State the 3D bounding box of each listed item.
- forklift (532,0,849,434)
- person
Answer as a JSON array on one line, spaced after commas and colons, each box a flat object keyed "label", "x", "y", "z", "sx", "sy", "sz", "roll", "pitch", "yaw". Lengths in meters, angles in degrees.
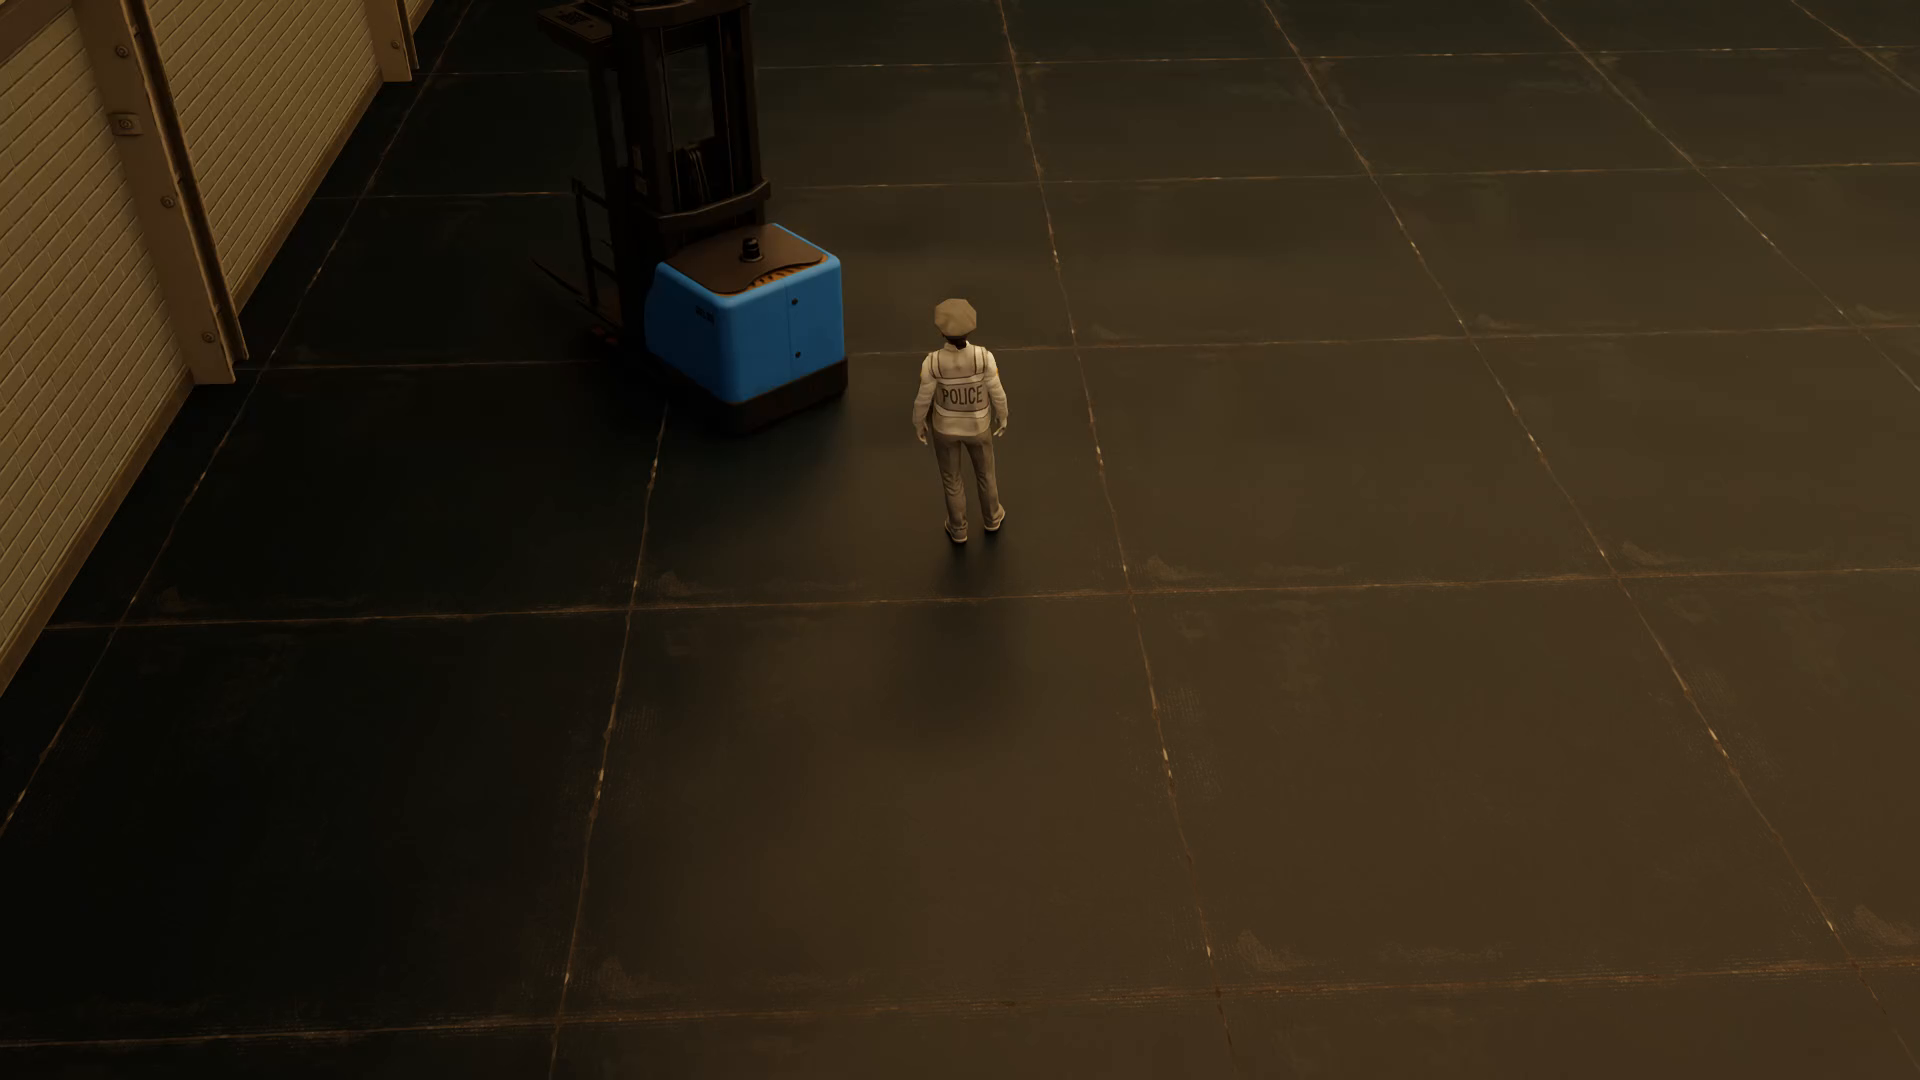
[{"label": "forklift", "x": -2.145, "y": -2.697, "z": 11.714, "sx": 1.130, "sy": 2.935, "sz": 3.031, "roll": -27, "pitch": 44, "yaw": -32}, {"label": "person", "x": 0.004, "y": -0.732, "z": 10.053, "sx": 0.586, "sy": 1.694, "sz": 0.530, "roll": -2, "pitch": 36, "yaw": -2}]
